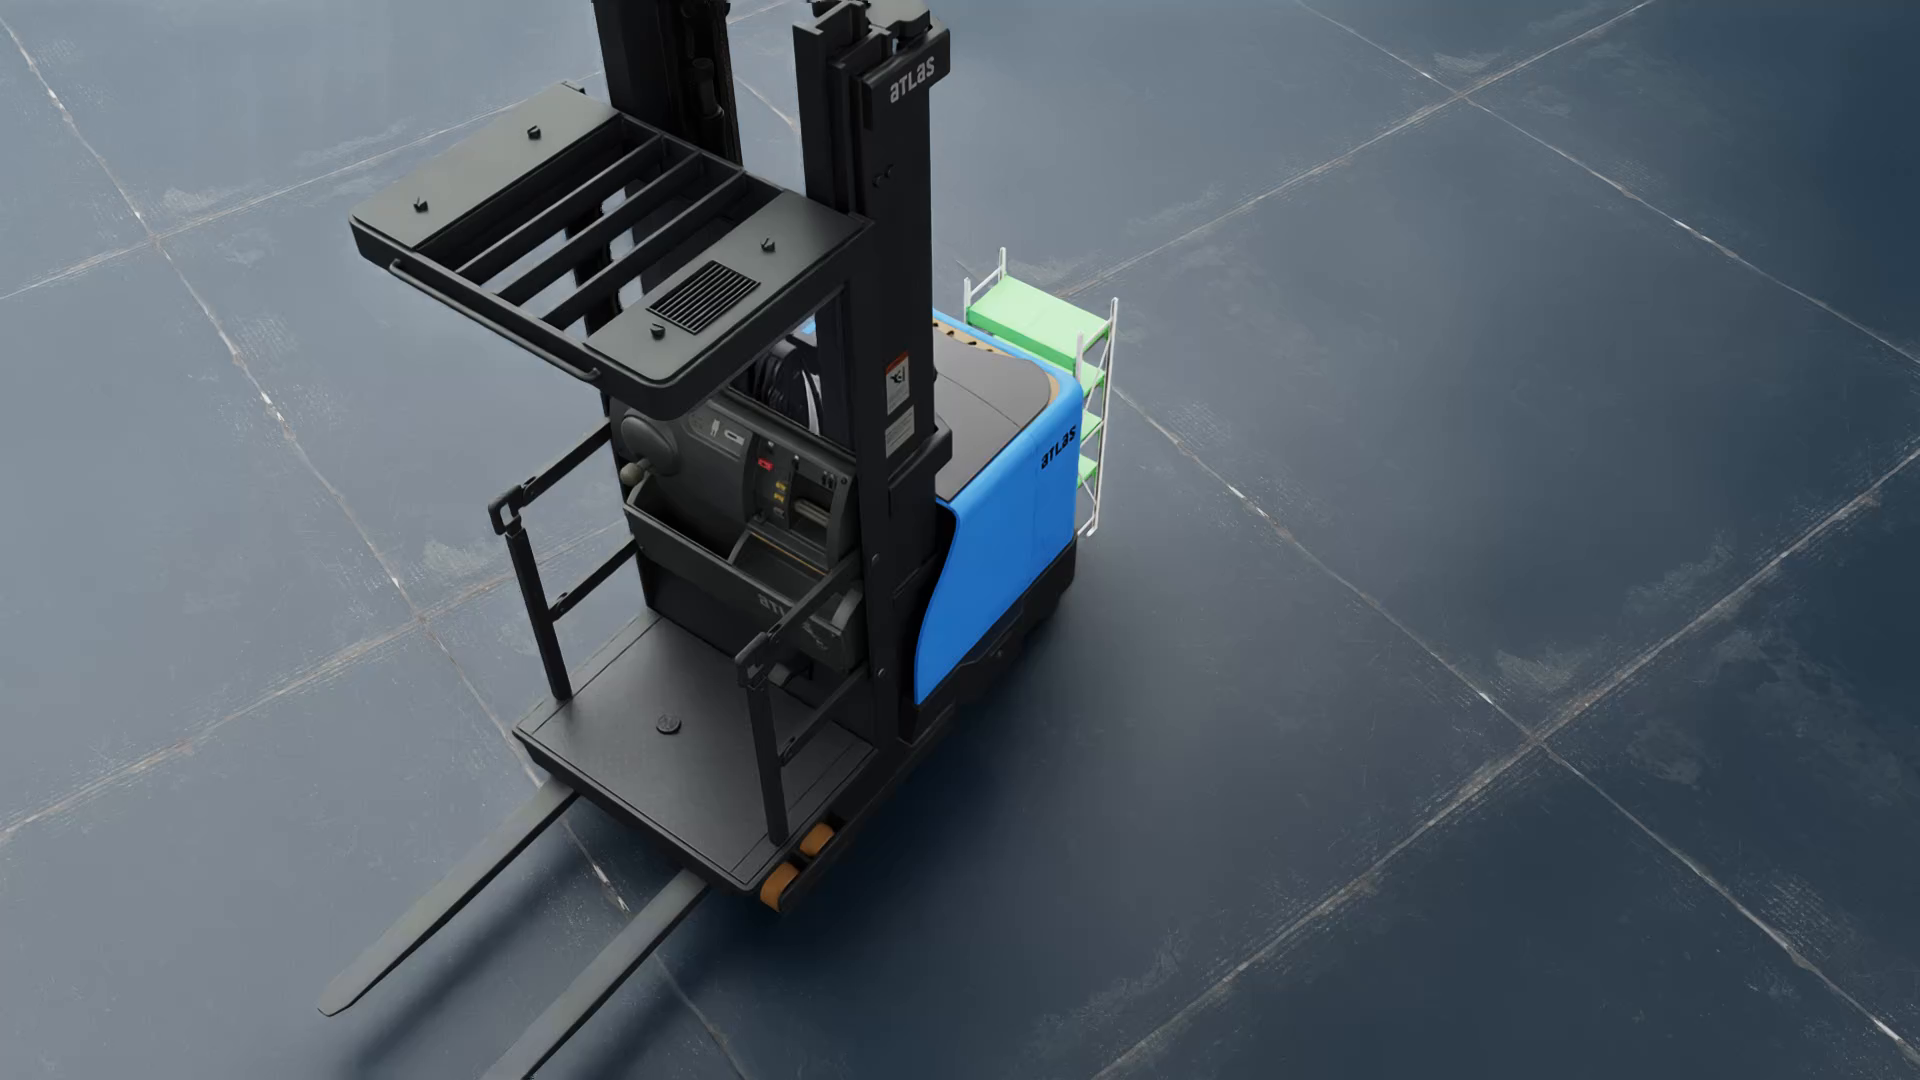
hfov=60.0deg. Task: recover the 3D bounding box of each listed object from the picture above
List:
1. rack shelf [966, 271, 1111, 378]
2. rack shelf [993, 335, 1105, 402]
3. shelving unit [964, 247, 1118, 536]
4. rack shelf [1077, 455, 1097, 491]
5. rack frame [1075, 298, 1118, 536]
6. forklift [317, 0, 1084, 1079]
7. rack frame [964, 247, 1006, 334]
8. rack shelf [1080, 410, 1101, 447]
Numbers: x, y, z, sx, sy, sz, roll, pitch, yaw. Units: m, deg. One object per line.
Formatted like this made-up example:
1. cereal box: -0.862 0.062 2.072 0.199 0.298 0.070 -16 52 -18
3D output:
1. rack shelf: 0.288 -0.771 6.076 0.480 0.148 0.258 29 54 23
2. rack shelf: 0.288 -0.609 6.253 0.480 0.148 0.258 29 54 23
3. shelving unit: 0.288 -0.491 6.384 0.503 1.200 0.258 29 54 23
4. rack shelf: 0.288 -0.287 6.609 0.480 0.148 0.258 29 54 23
5. rack frame: 0.485 -0.384 6.287 0.015 1.200 0.240 29 54 23
6. forklift: -0.827 -0.150 4.906 1.130 2.935 3.031 29 54 23
7. rack frame: 0.091 -0.598 6.481 0.015 1.200 0.240 29 54 23
8. rack shelf: 0.288 -0.448 6.431 0.480 0.148 0.258 29 54 23
